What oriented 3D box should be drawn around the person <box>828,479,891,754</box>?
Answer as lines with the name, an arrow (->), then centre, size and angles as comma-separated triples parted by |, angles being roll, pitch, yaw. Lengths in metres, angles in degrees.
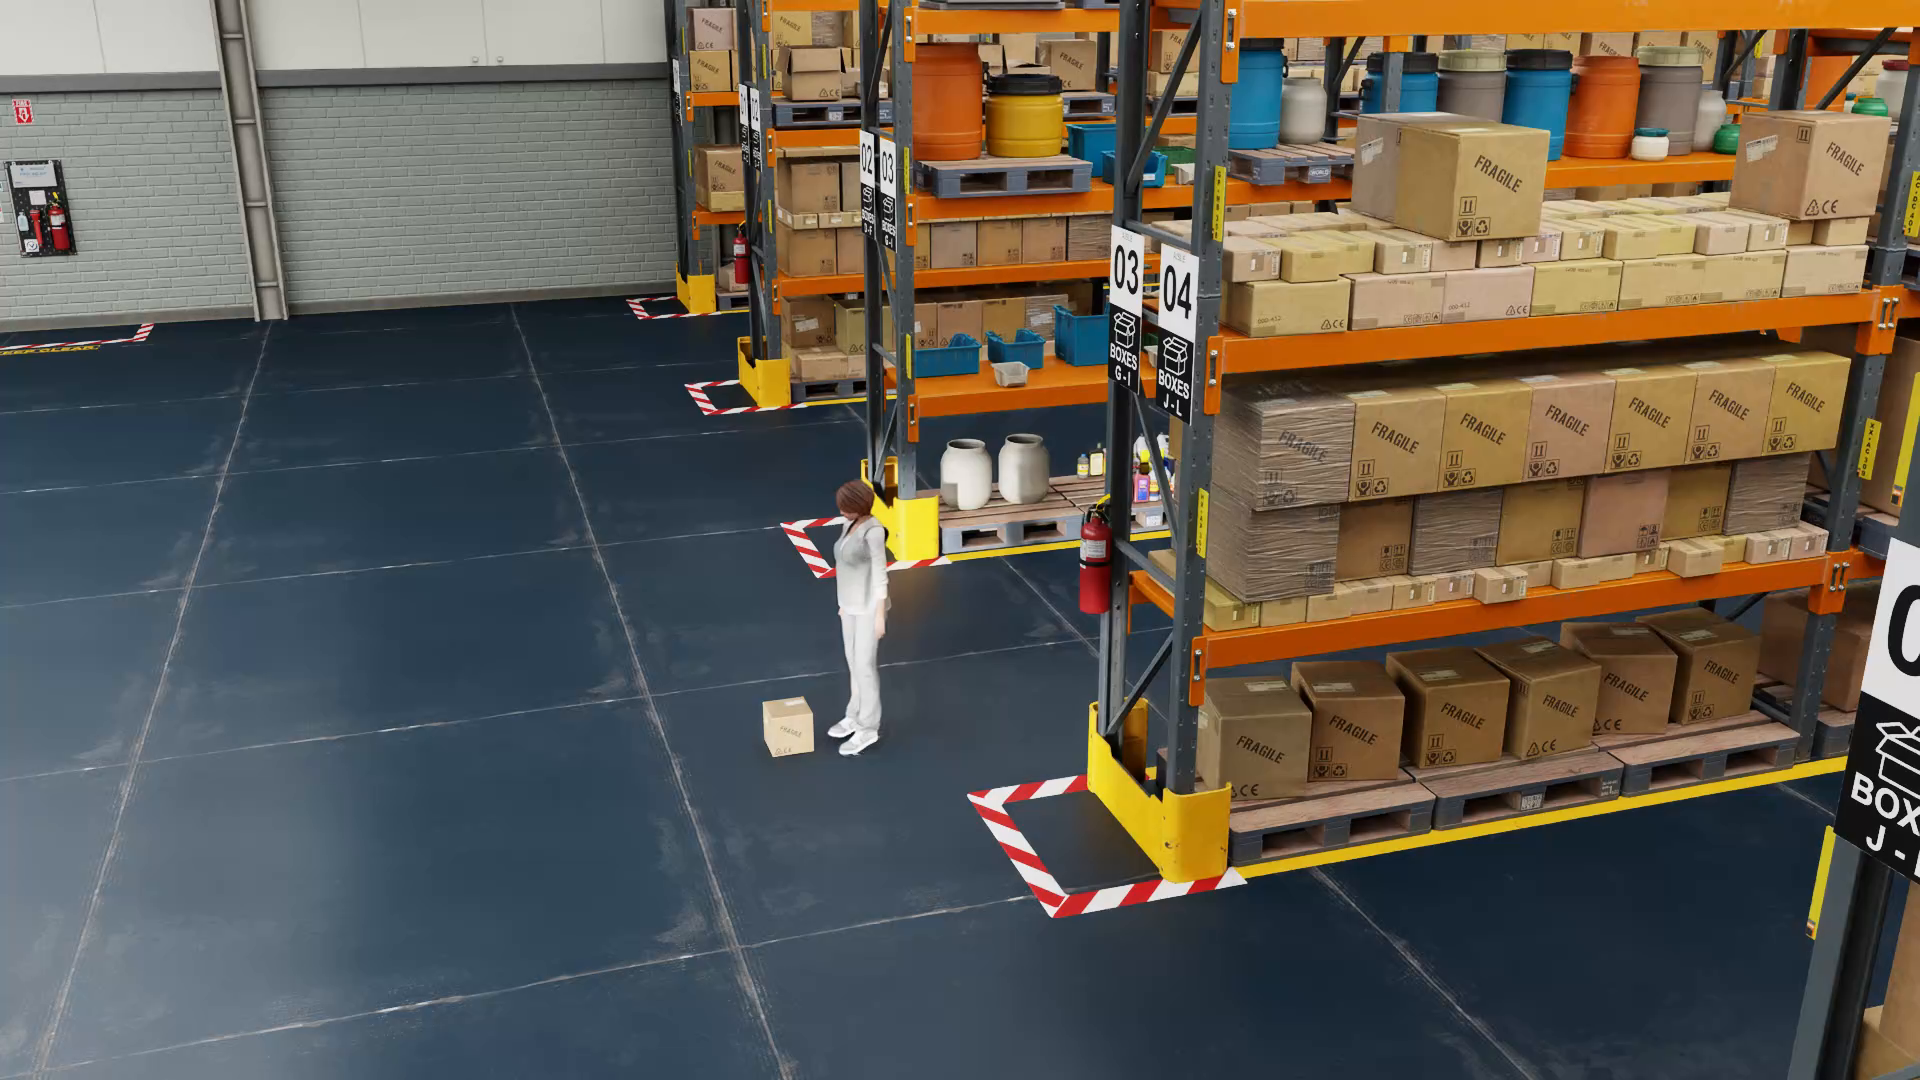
person -> -0.612, 0.436, 9.834 | 0.396, 1.597, 0.458 | -9, 21, -23
